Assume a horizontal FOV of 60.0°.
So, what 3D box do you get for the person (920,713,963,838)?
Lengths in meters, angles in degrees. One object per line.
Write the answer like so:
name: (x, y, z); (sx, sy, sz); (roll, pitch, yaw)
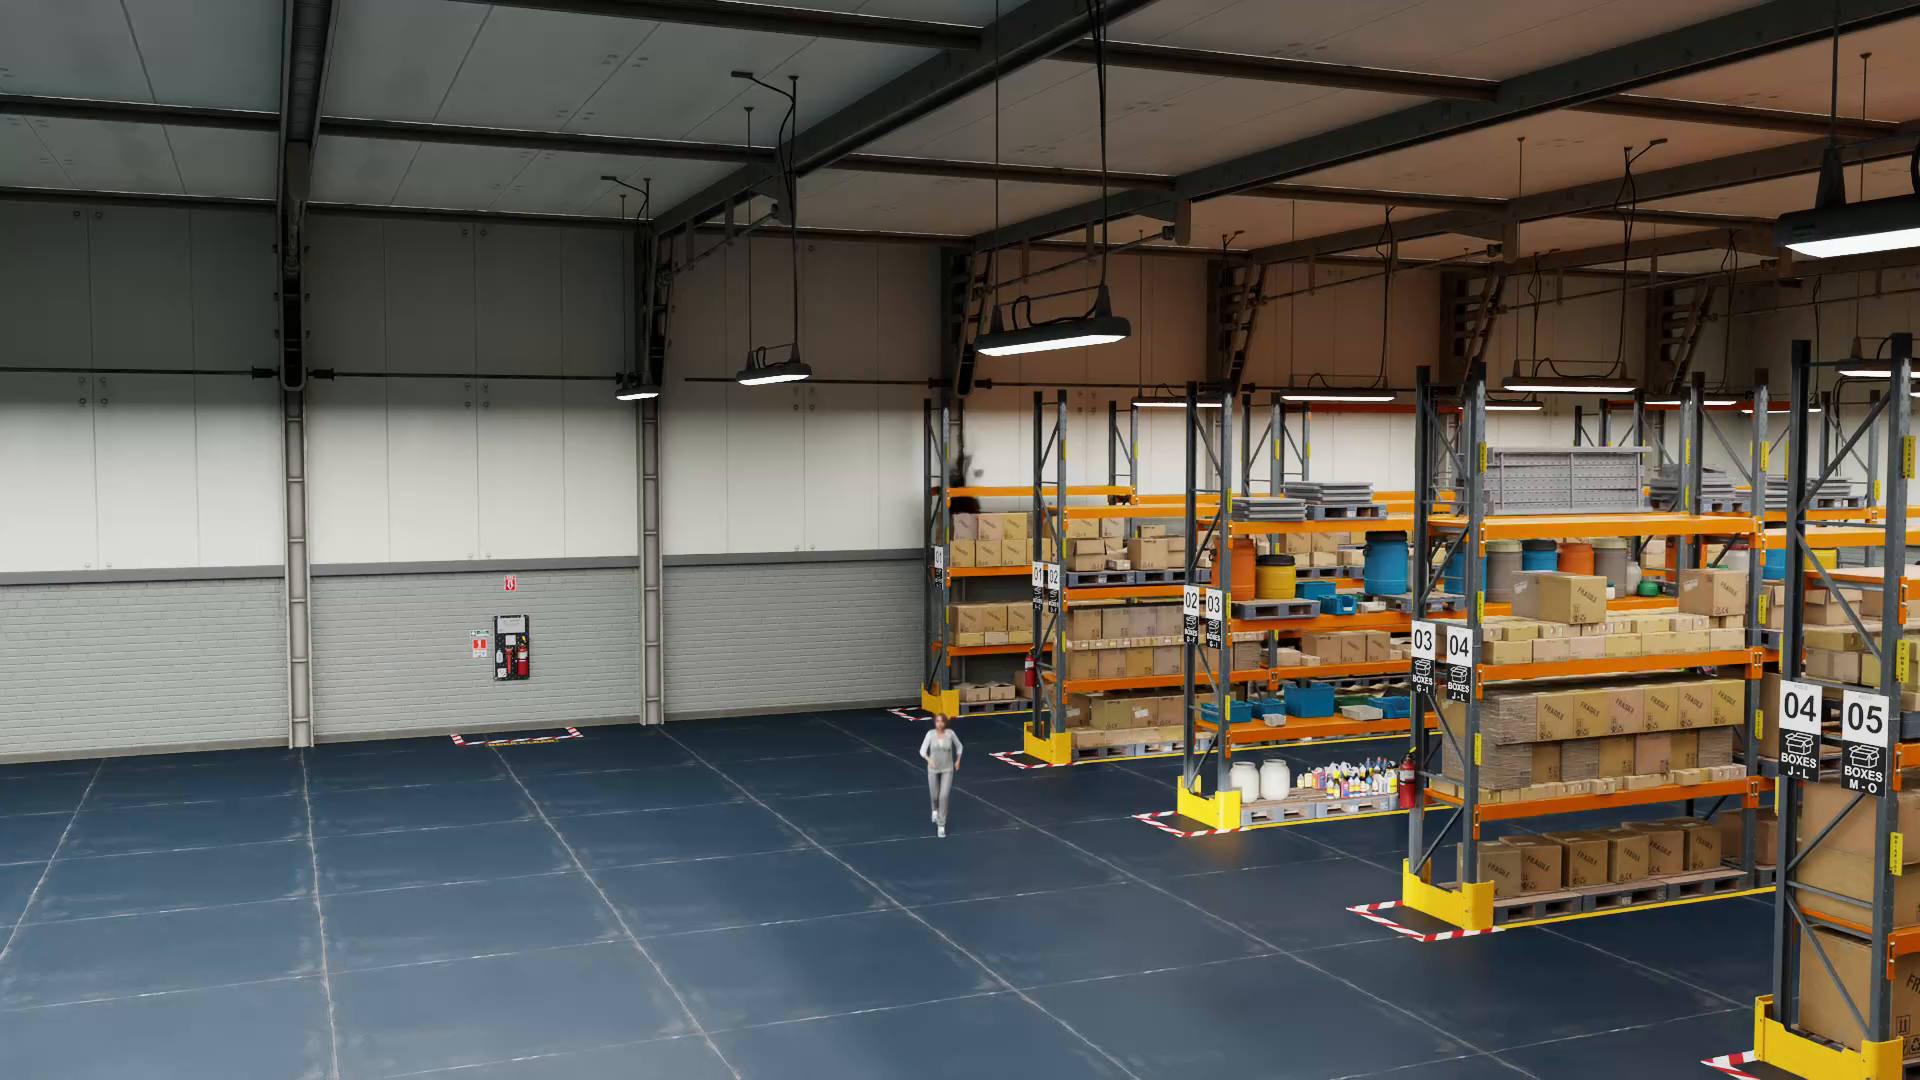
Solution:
person: (-0.245, 3.077, 22.053); (0.567, 1.606, 0.744); (0, 3, 1)
